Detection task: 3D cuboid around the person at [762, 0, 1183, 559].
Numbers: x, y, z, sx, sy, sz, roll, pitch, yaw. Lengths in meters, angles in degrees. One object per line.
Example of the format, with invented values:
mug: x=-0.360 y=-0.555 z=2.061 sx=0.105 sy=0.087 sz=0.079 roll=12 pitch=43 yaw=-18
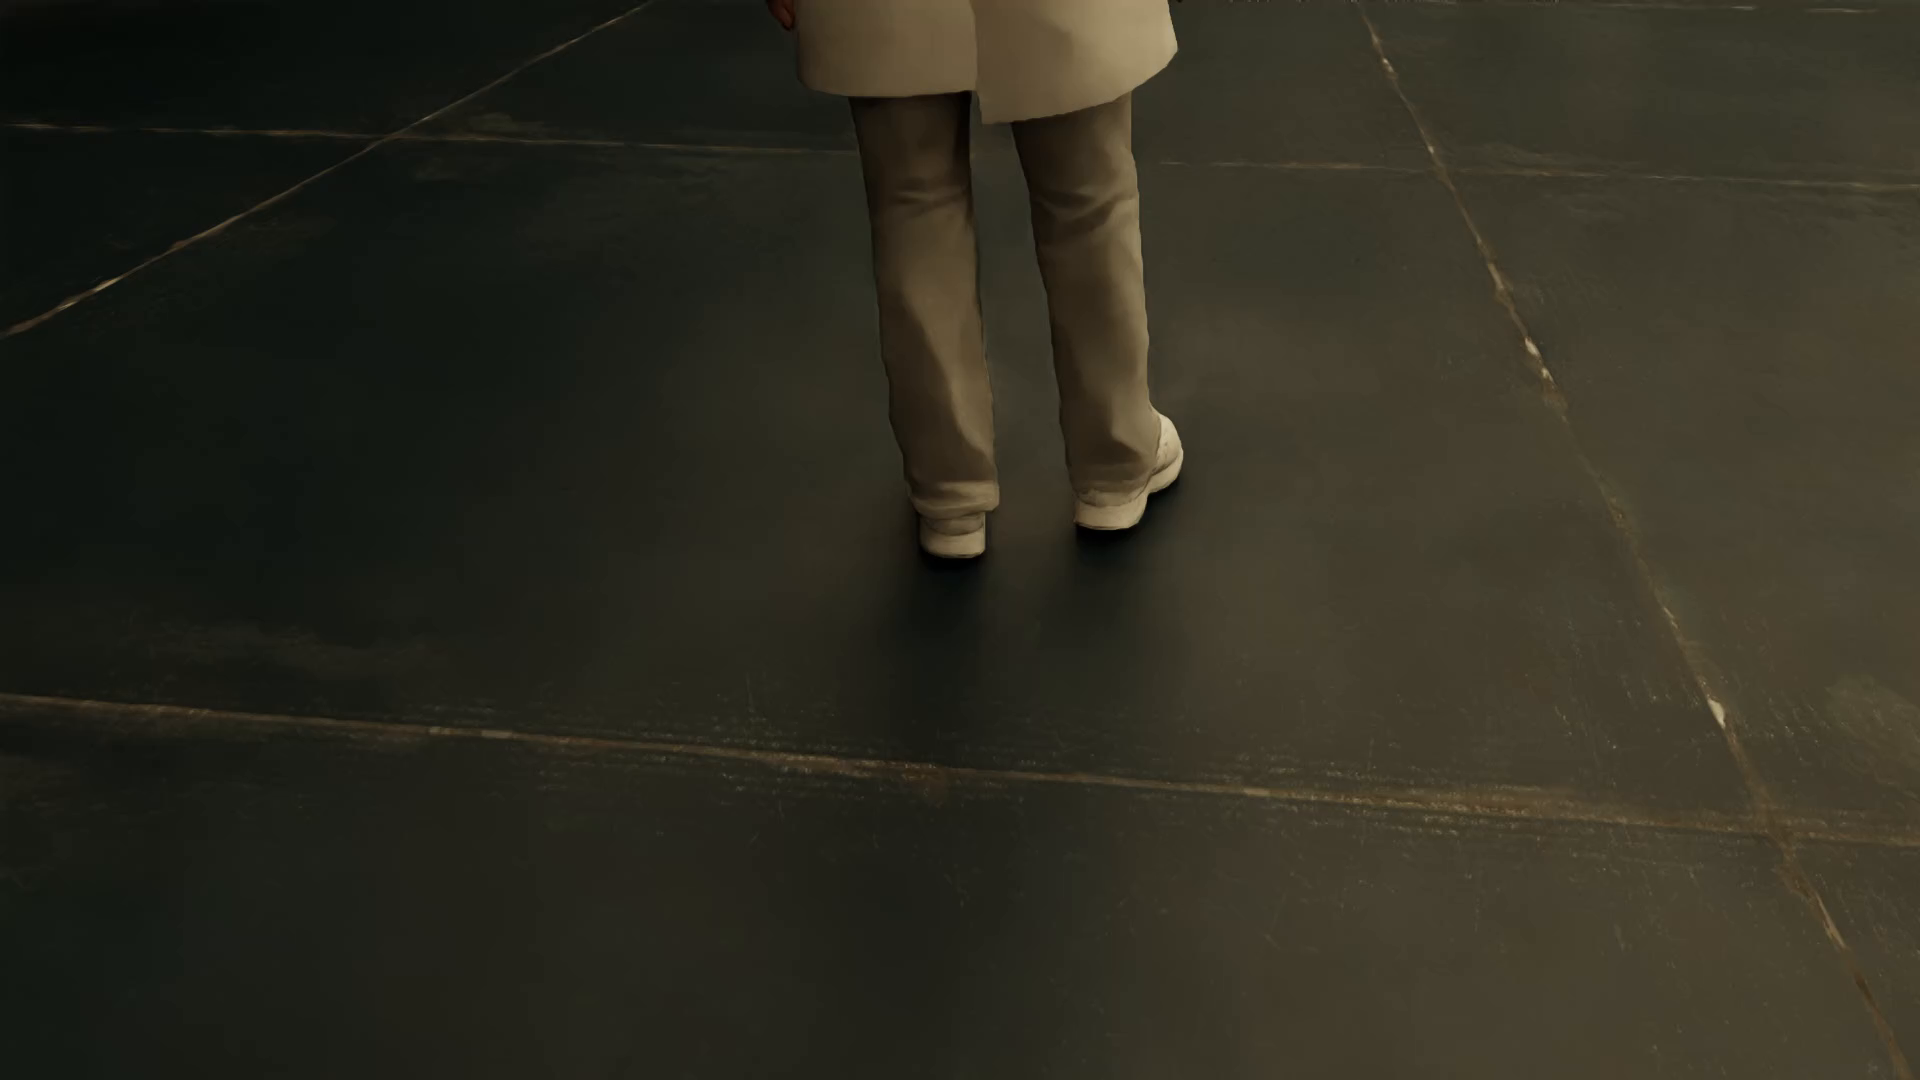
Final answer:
person: x=0.017 y=-0.841 z=2.180 sx=0.694 sy=1.776 sz=0.579 roll=3 pitch=27 yaw=7
